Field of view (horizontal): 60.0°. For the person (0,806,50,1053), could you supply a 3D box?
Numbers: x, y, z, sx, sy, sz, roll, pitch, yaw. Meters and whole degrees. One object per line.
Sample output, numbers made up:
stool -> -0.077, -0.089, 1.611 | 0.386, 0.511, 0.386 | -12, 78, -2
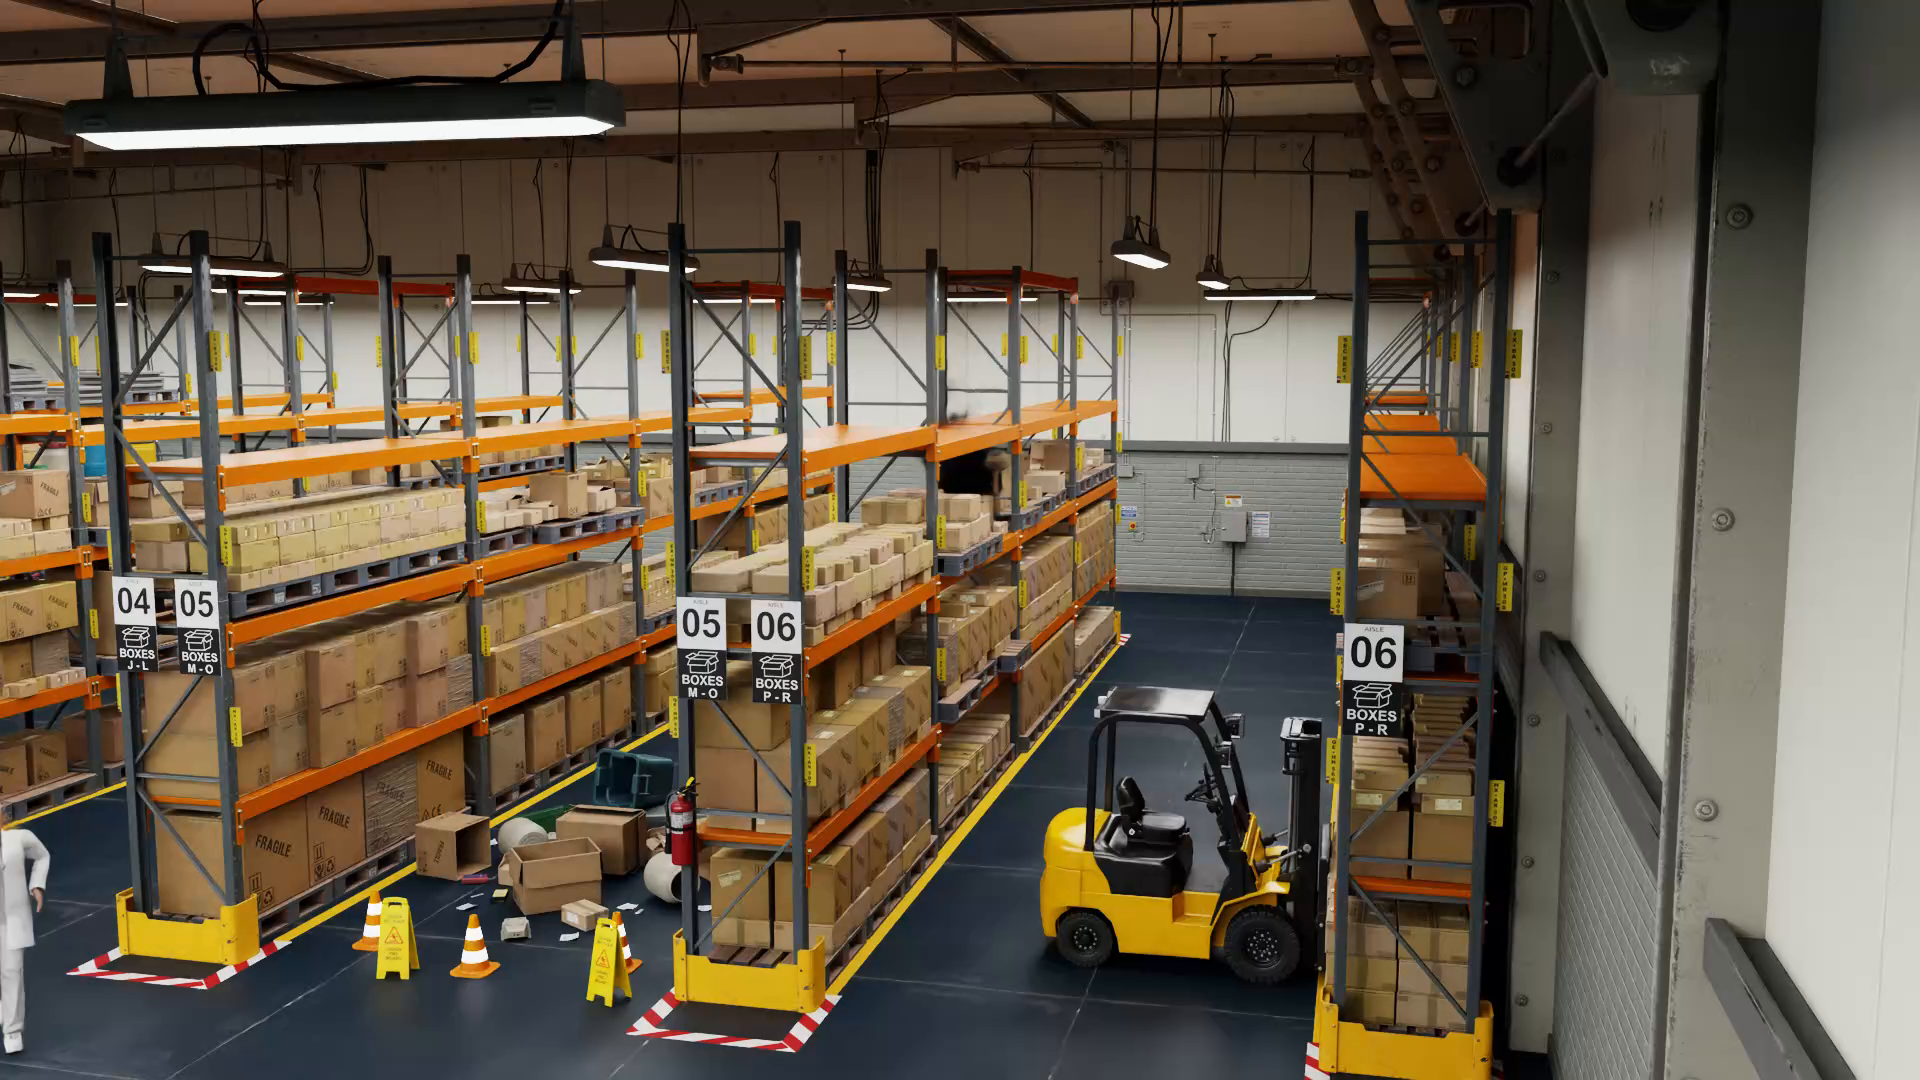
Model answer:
person -> -7.020, 2.796, 12.105 | 0.726, 1.773, 0.728 | -4, 8, -27
